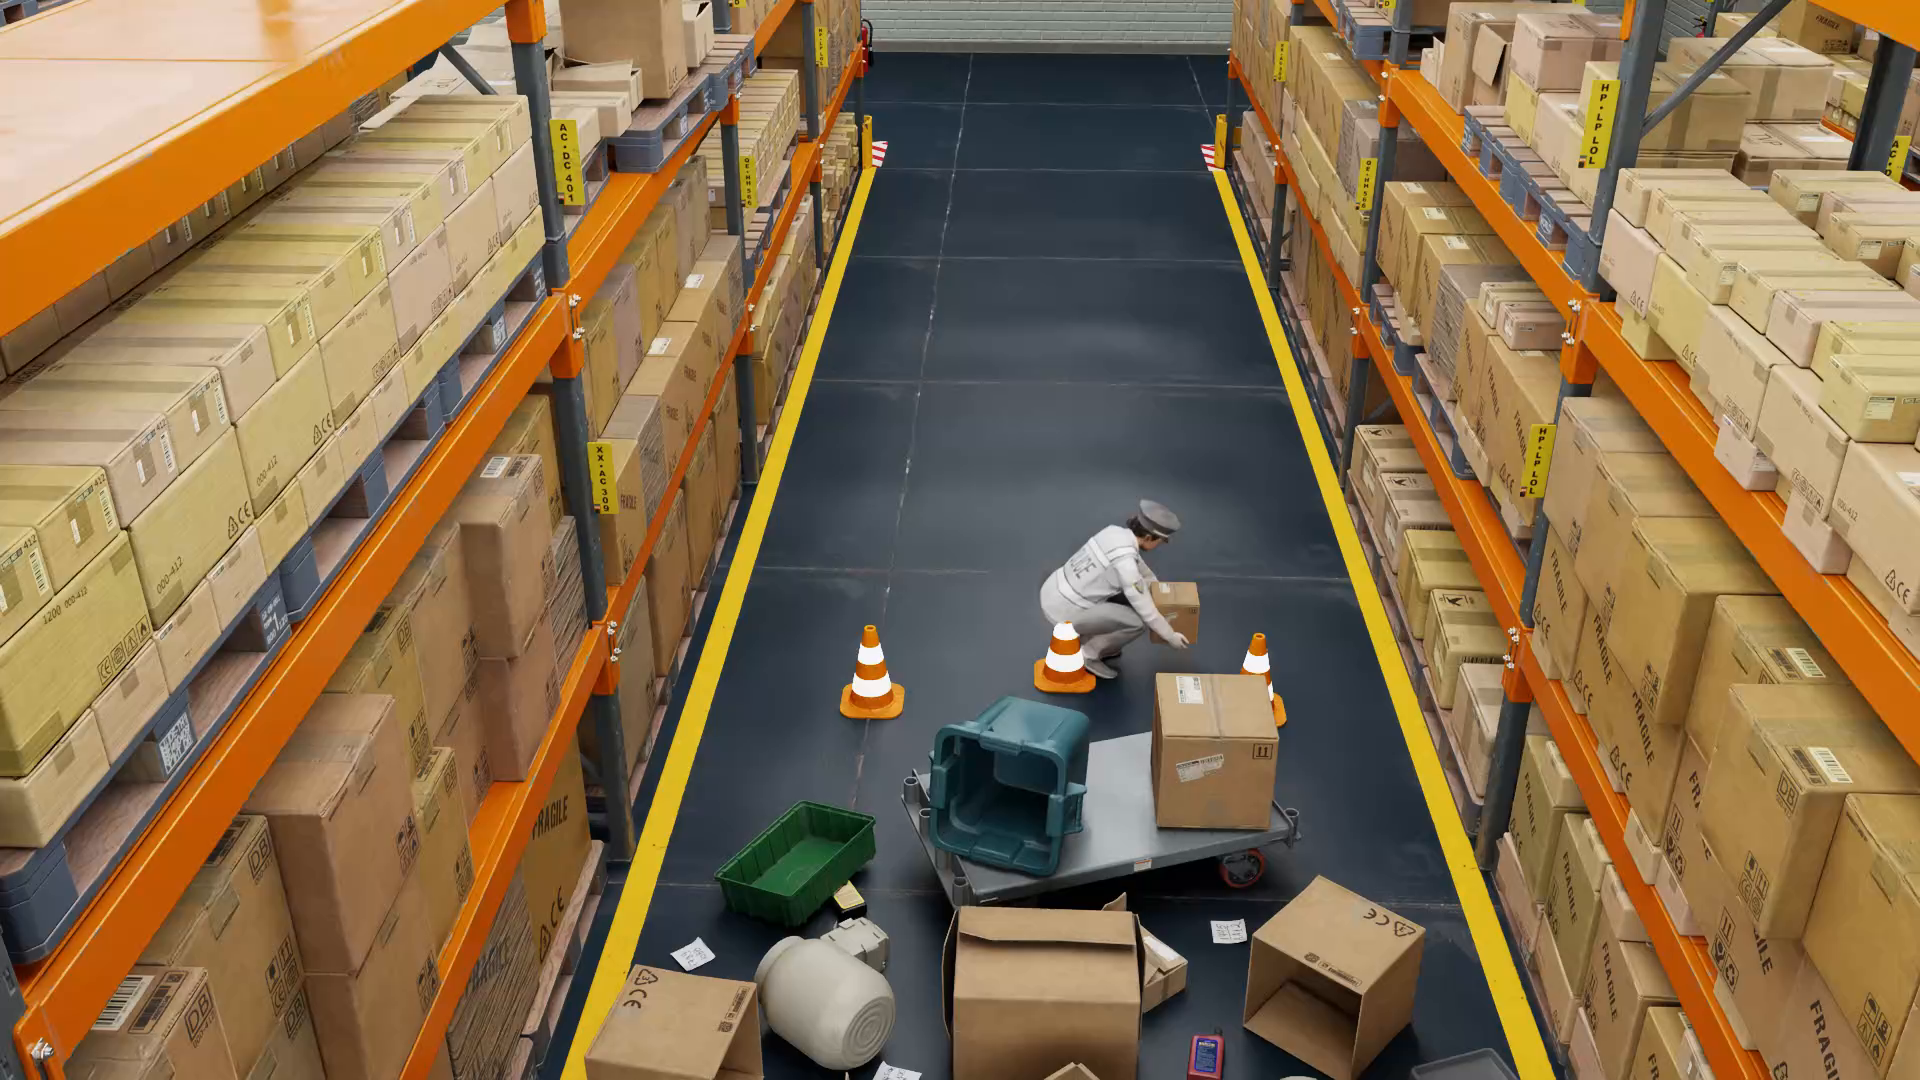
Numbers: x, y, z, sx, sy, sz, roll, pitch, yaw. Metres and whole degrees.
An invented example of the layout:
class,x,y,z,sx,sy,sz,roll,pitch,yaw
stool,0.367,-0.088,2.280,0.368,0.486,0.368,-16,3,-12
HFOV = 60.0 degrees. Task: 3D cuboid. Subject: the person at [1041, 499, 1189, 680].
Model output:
class,x,y,z,sx,sy,sz,roll,pitch,yaw
person,0.850,0.275,9.110,0.815,1.011,0.477,1,28,2
